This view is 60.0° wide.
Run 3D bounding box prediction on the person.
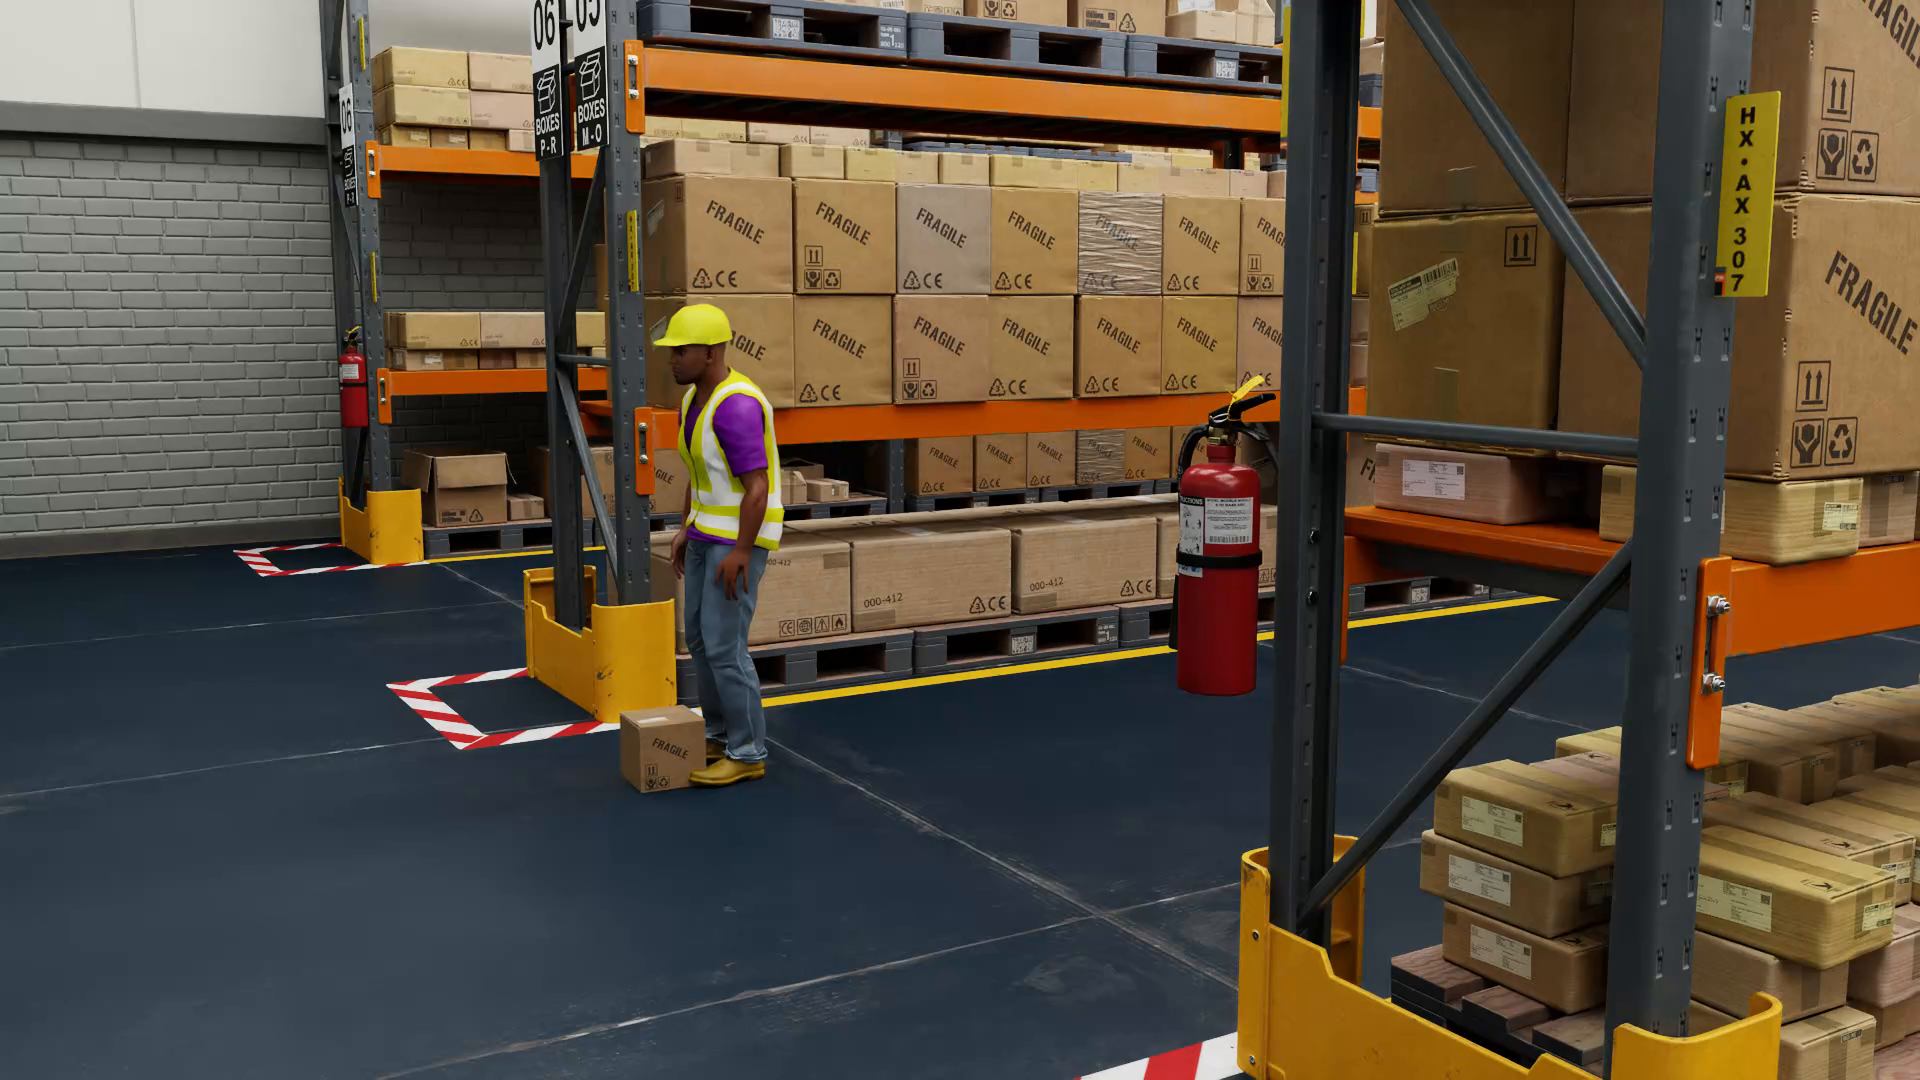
[{"bbox_3d":[-0.901,0.013,6.167,0.455,1.760,0.637,-4,9,-27],"label":"person"}]
